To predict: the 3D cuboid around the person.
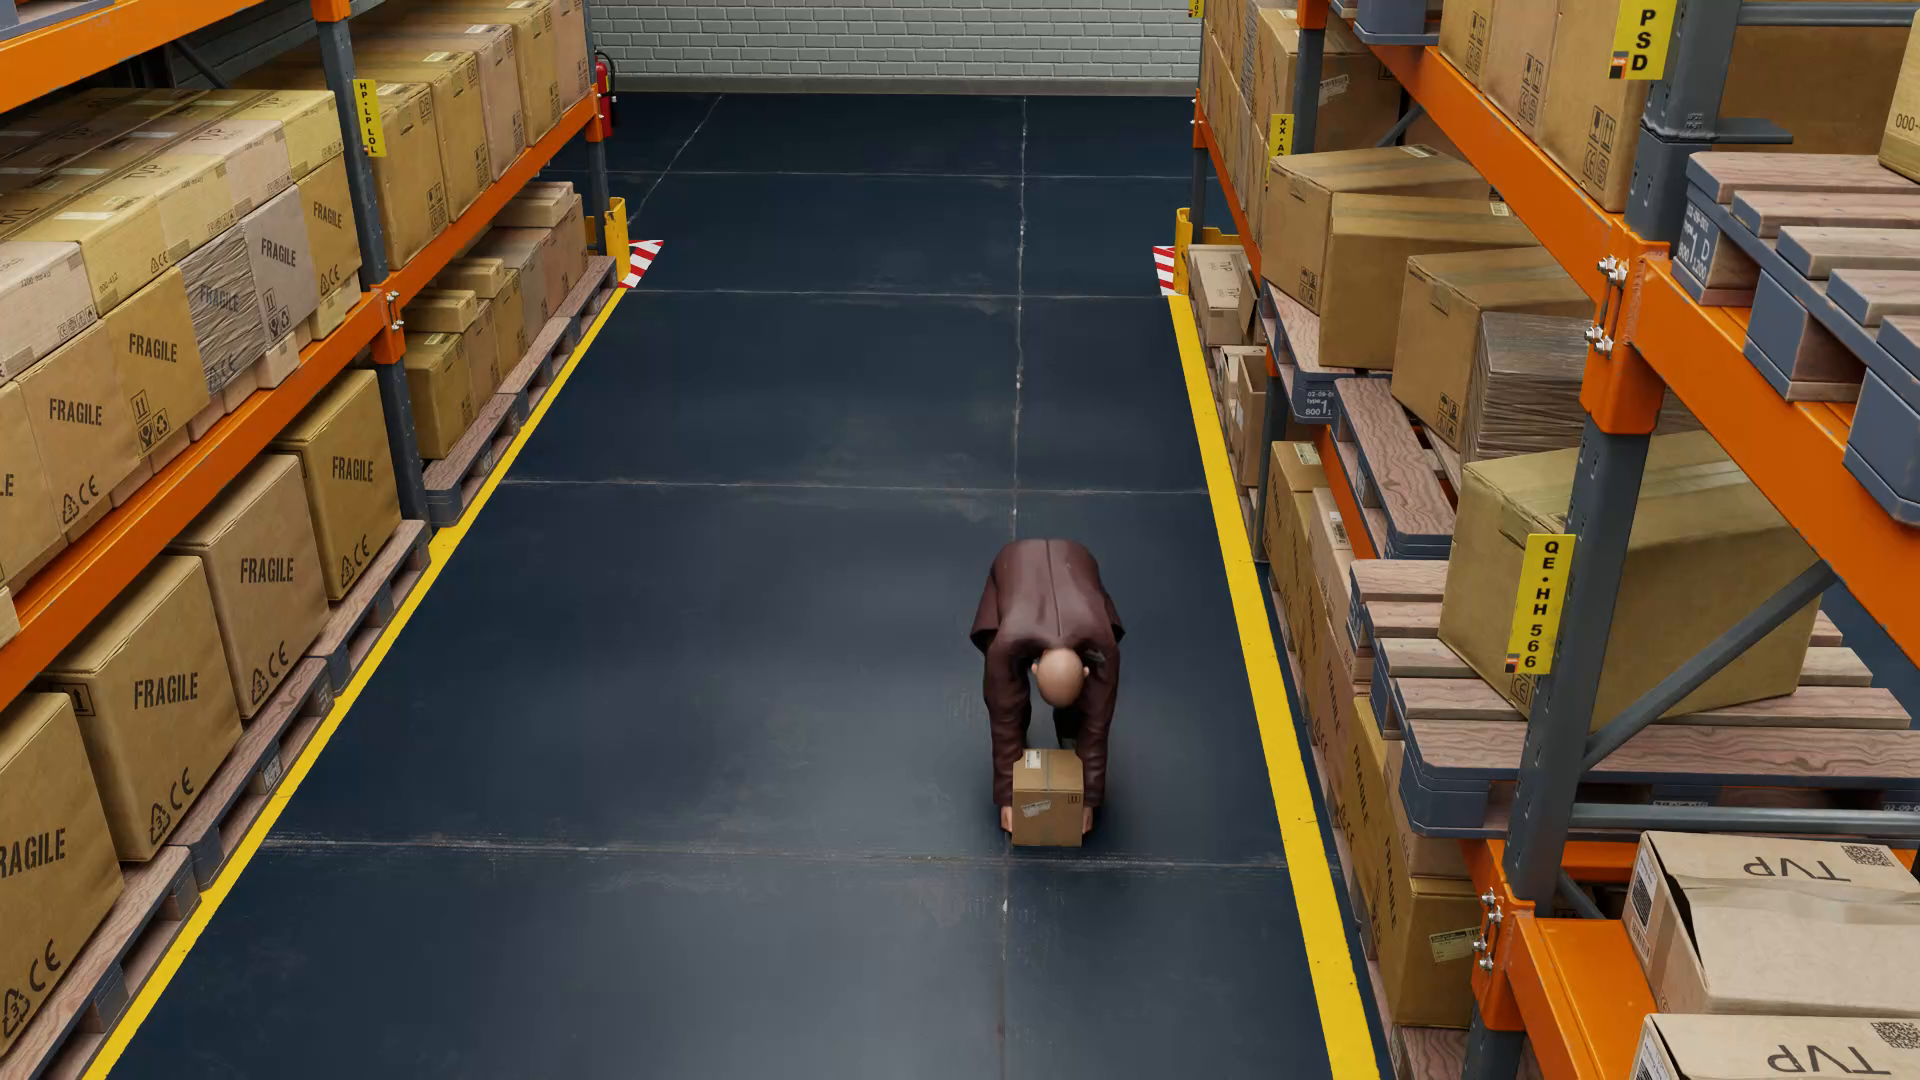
[{"bbox_3d":[0.327,0.500,6.167,0.585,0.898,0.952,0,28,0],"label":"person"}]
